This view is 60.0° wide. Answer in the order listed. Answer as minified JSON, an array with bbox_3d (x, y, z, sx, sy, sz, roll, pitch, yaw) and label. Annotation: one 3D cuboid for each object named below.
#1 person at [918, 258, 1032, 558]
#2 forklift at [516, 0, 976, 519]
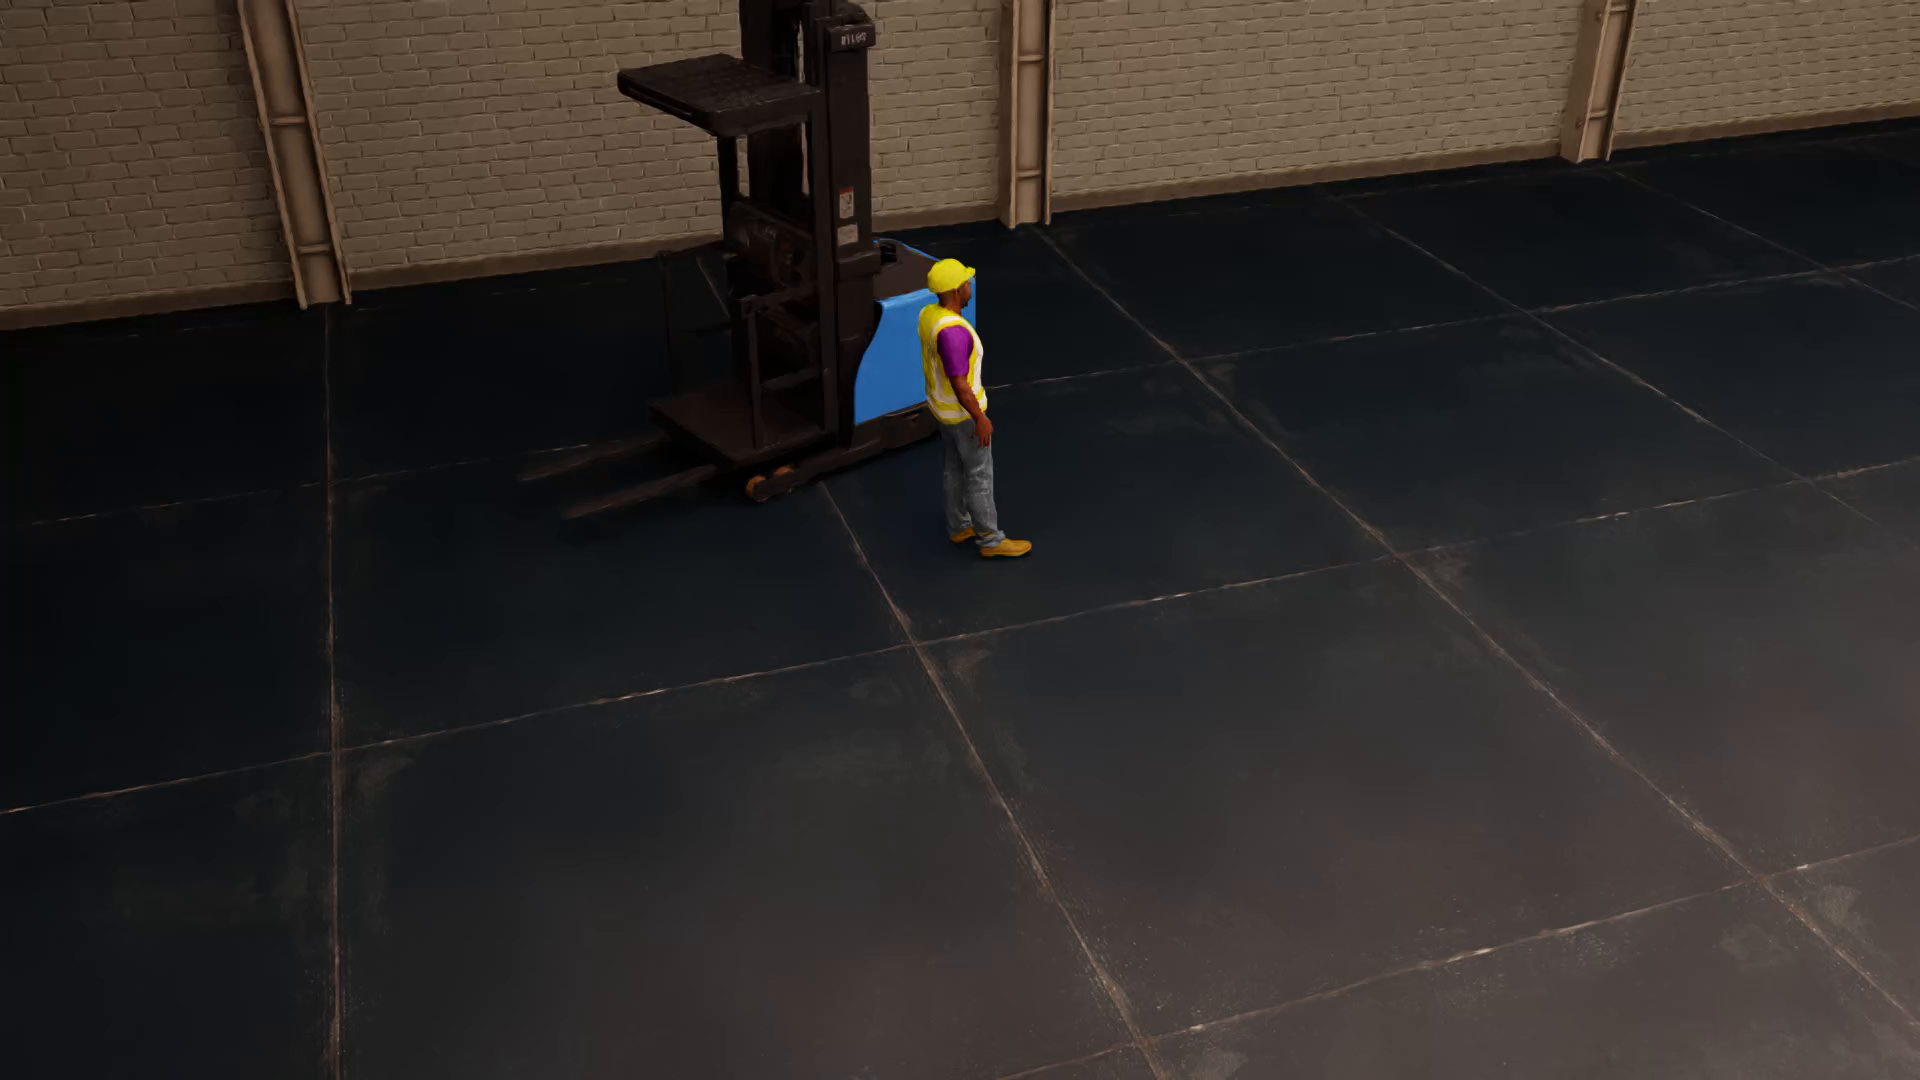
[{"bbox_3d":[0.067,-0.781,9.596,0.576,1.766,0.665,-10,31,-16],"label":"person"},{"bbox_3d":[-1.348,-1.804,10.222,3.031,2.935,1.130,-22,36,-33],"label":"forklift"}]
